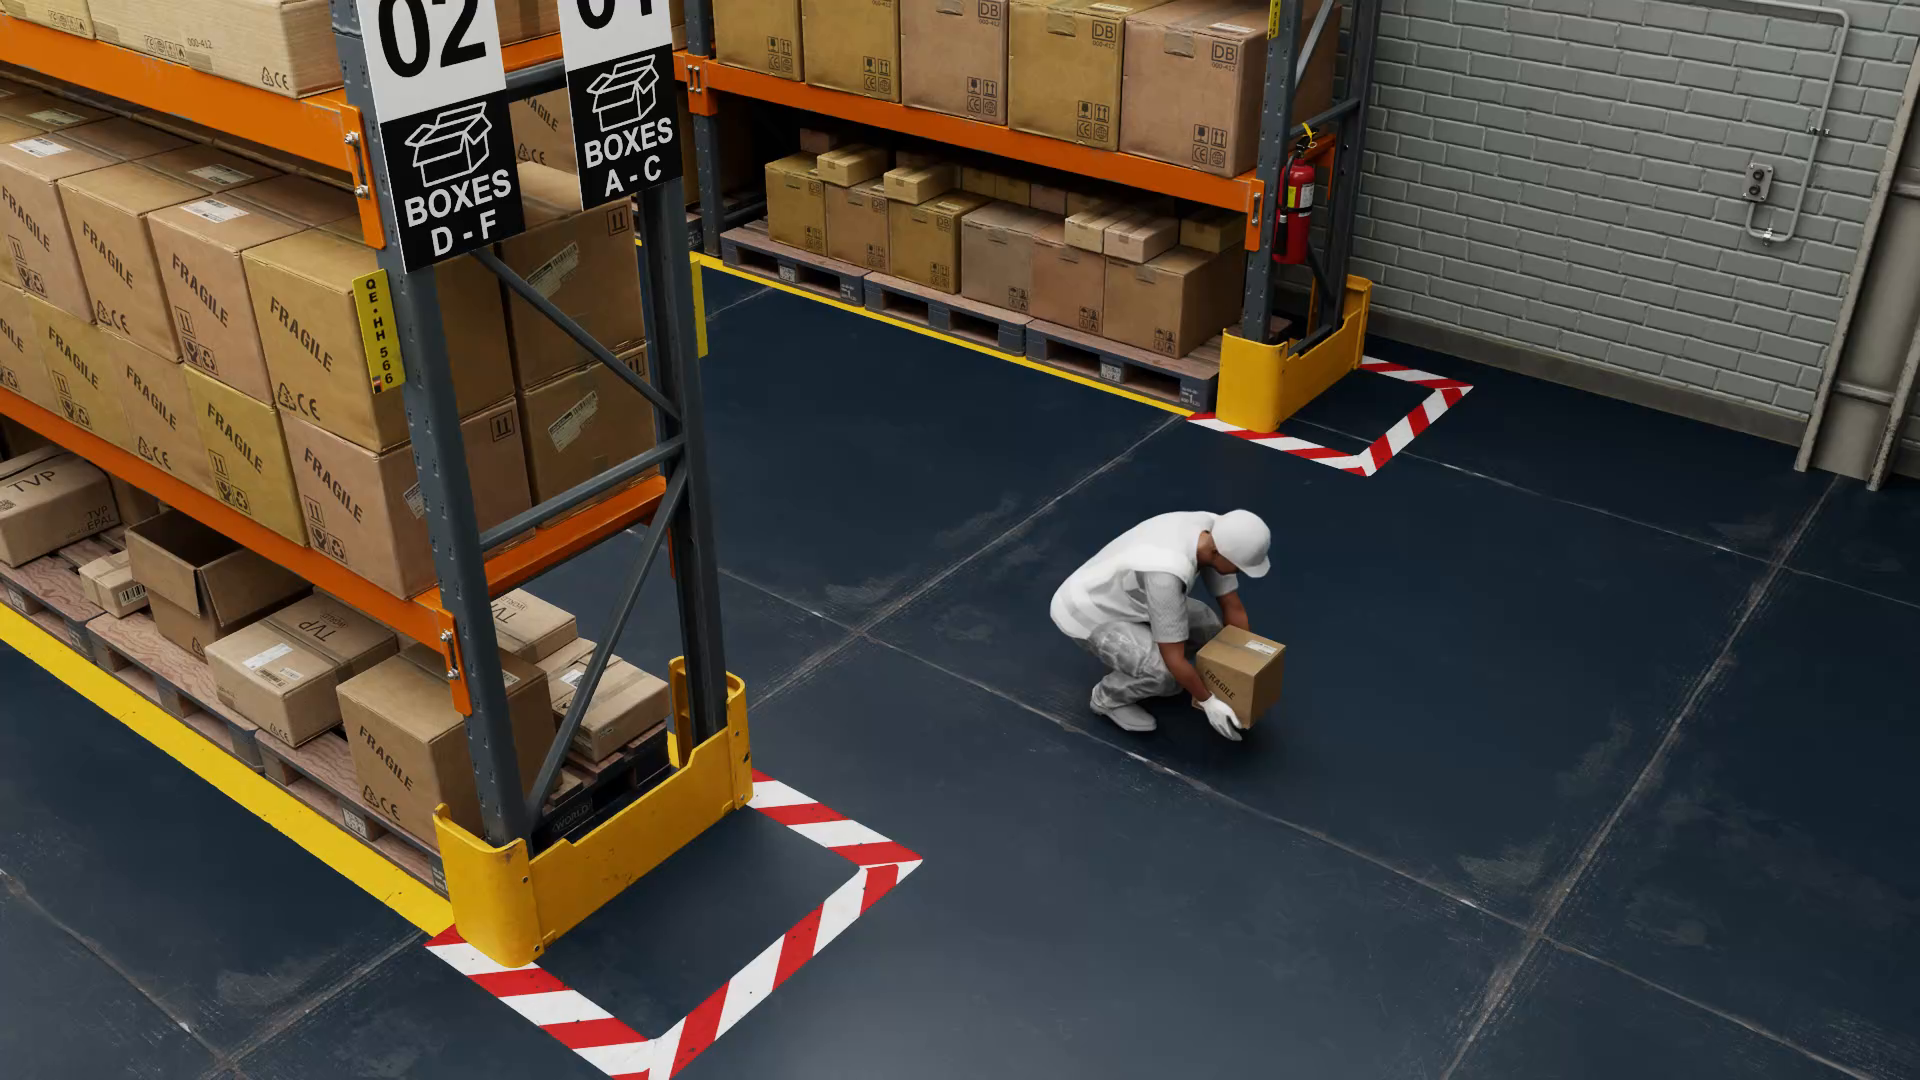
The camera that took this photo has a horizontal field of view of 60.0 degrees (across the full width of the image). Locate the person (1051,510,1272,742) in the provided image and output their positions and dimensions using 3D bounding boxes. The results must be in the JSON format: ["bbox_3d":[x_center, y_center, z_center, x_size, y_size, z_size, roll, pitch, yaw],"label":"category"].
[{"bbox_3d":[0.807,0.264,6.454,0.895,0.991,0.567,21,36,31],"label":"person"}]
